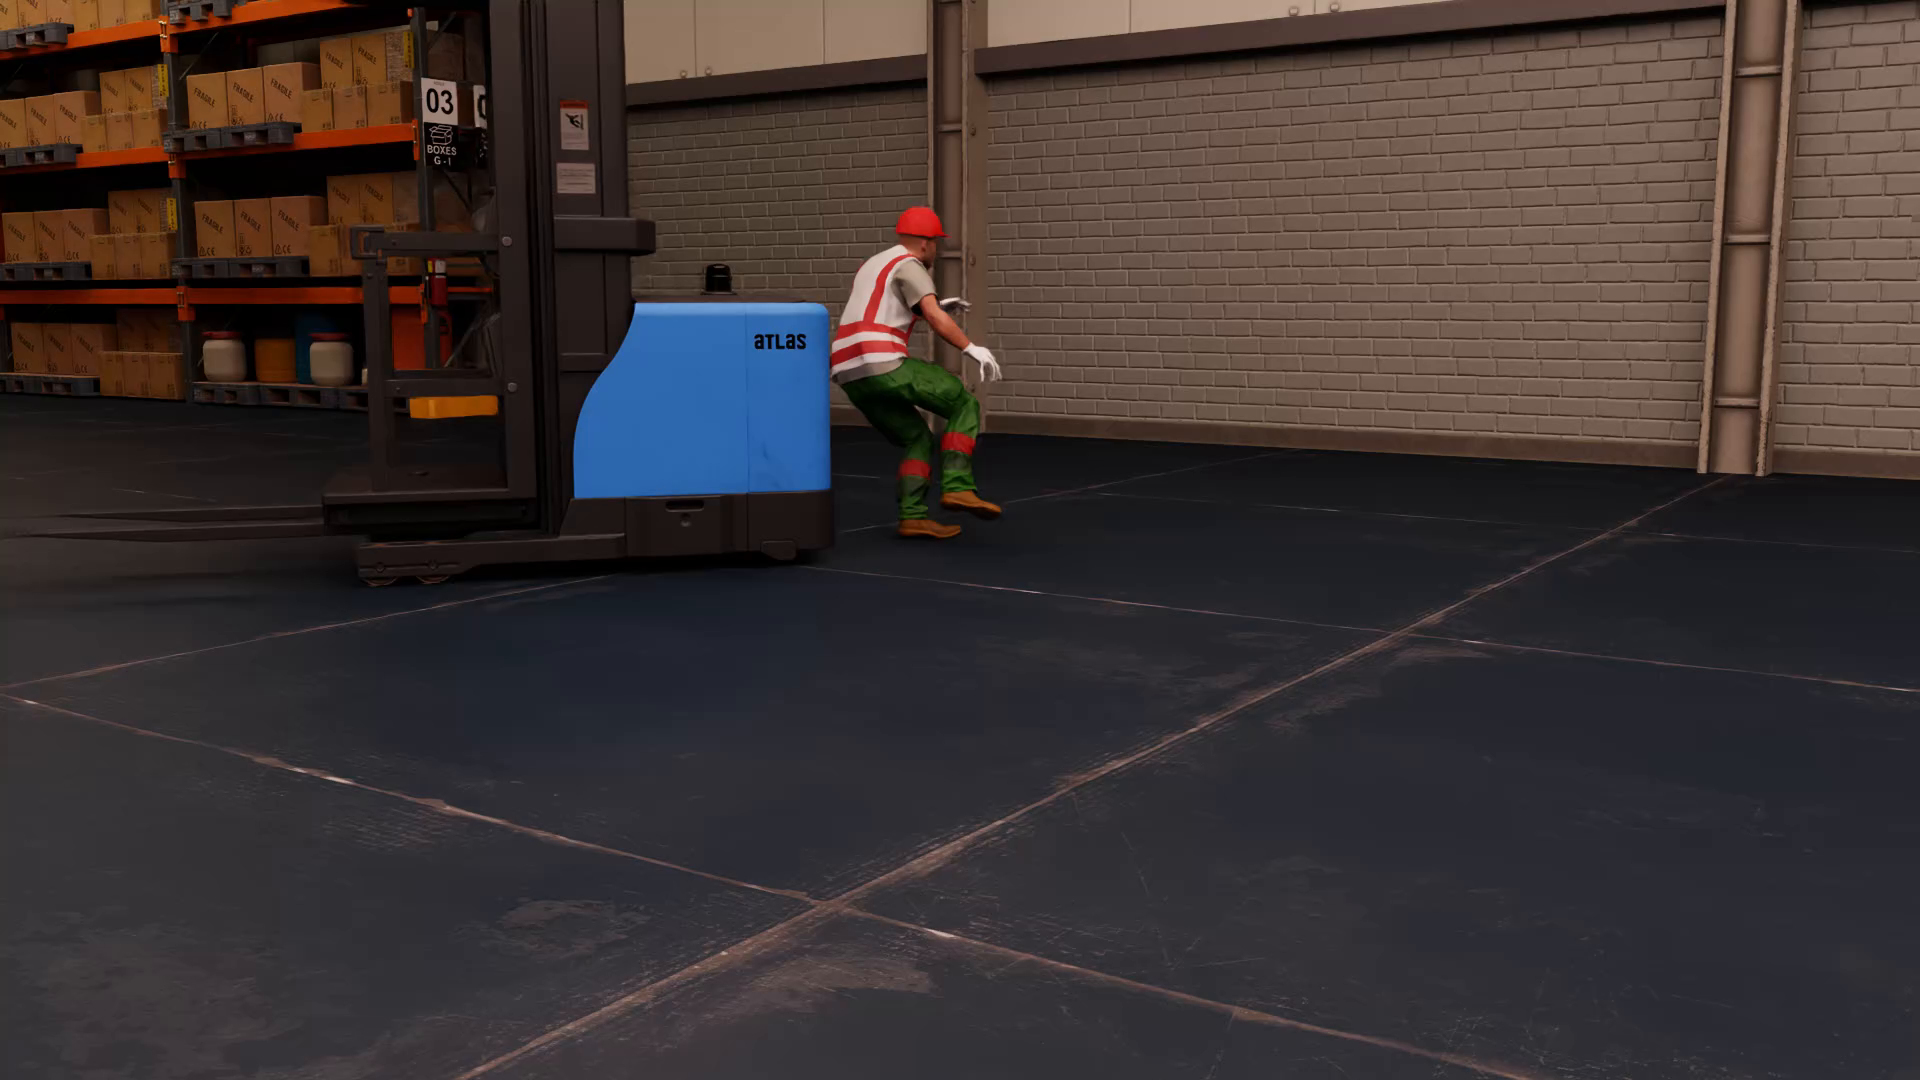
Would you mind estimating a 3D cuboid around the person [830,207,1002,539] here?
[{"bbox_3d":[-0.117,-0.800,7.853,0.919,1.528,1.067,-7,11,-42],"label":"person"}]

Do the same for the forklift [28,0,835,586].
[{"bbox_3d":[-2.098,-1.356,6.730,3.031,2.935,1.130,-2,8,-17],"label":"forklift"}]
